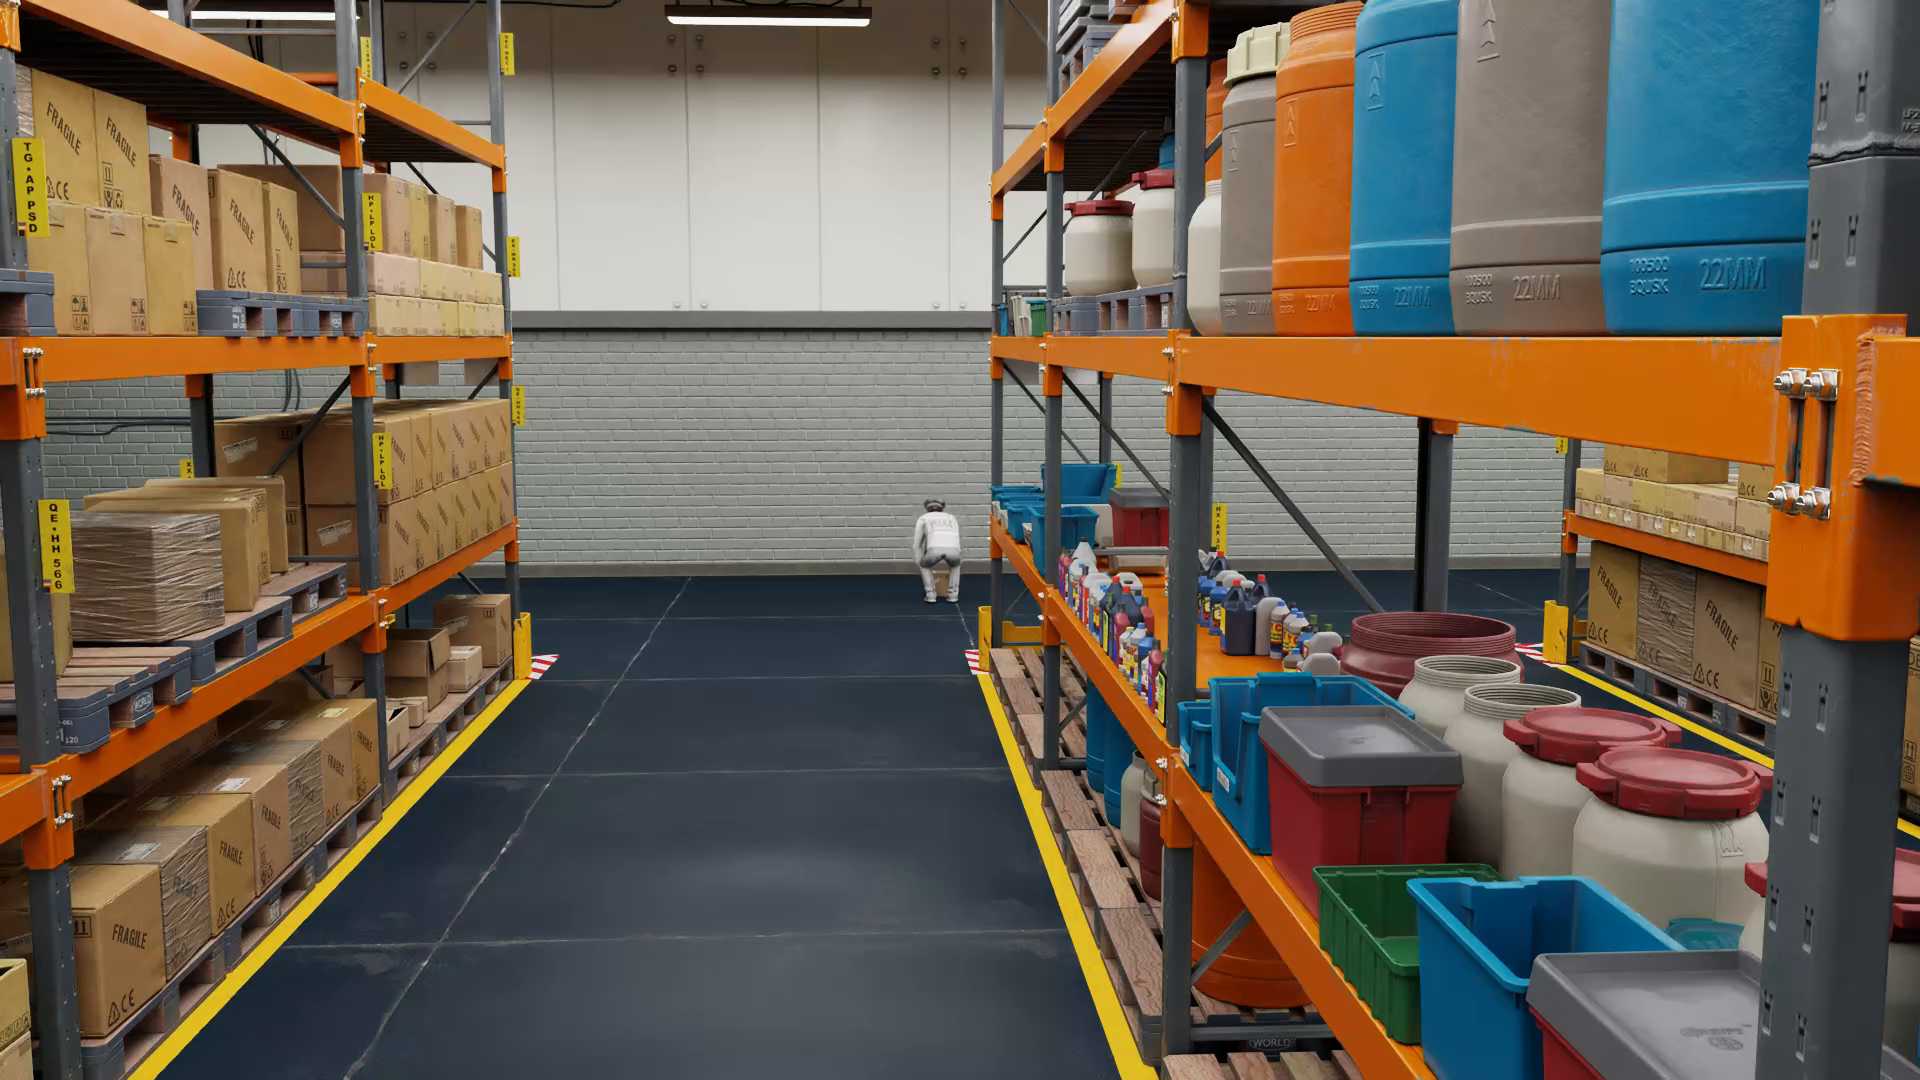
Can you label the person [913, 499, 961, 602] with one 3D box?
[{"bbox_3d":[-0.241,0.114,17.768,0.505,1.075,0.826,0,7,-4],"label":"person"}]
